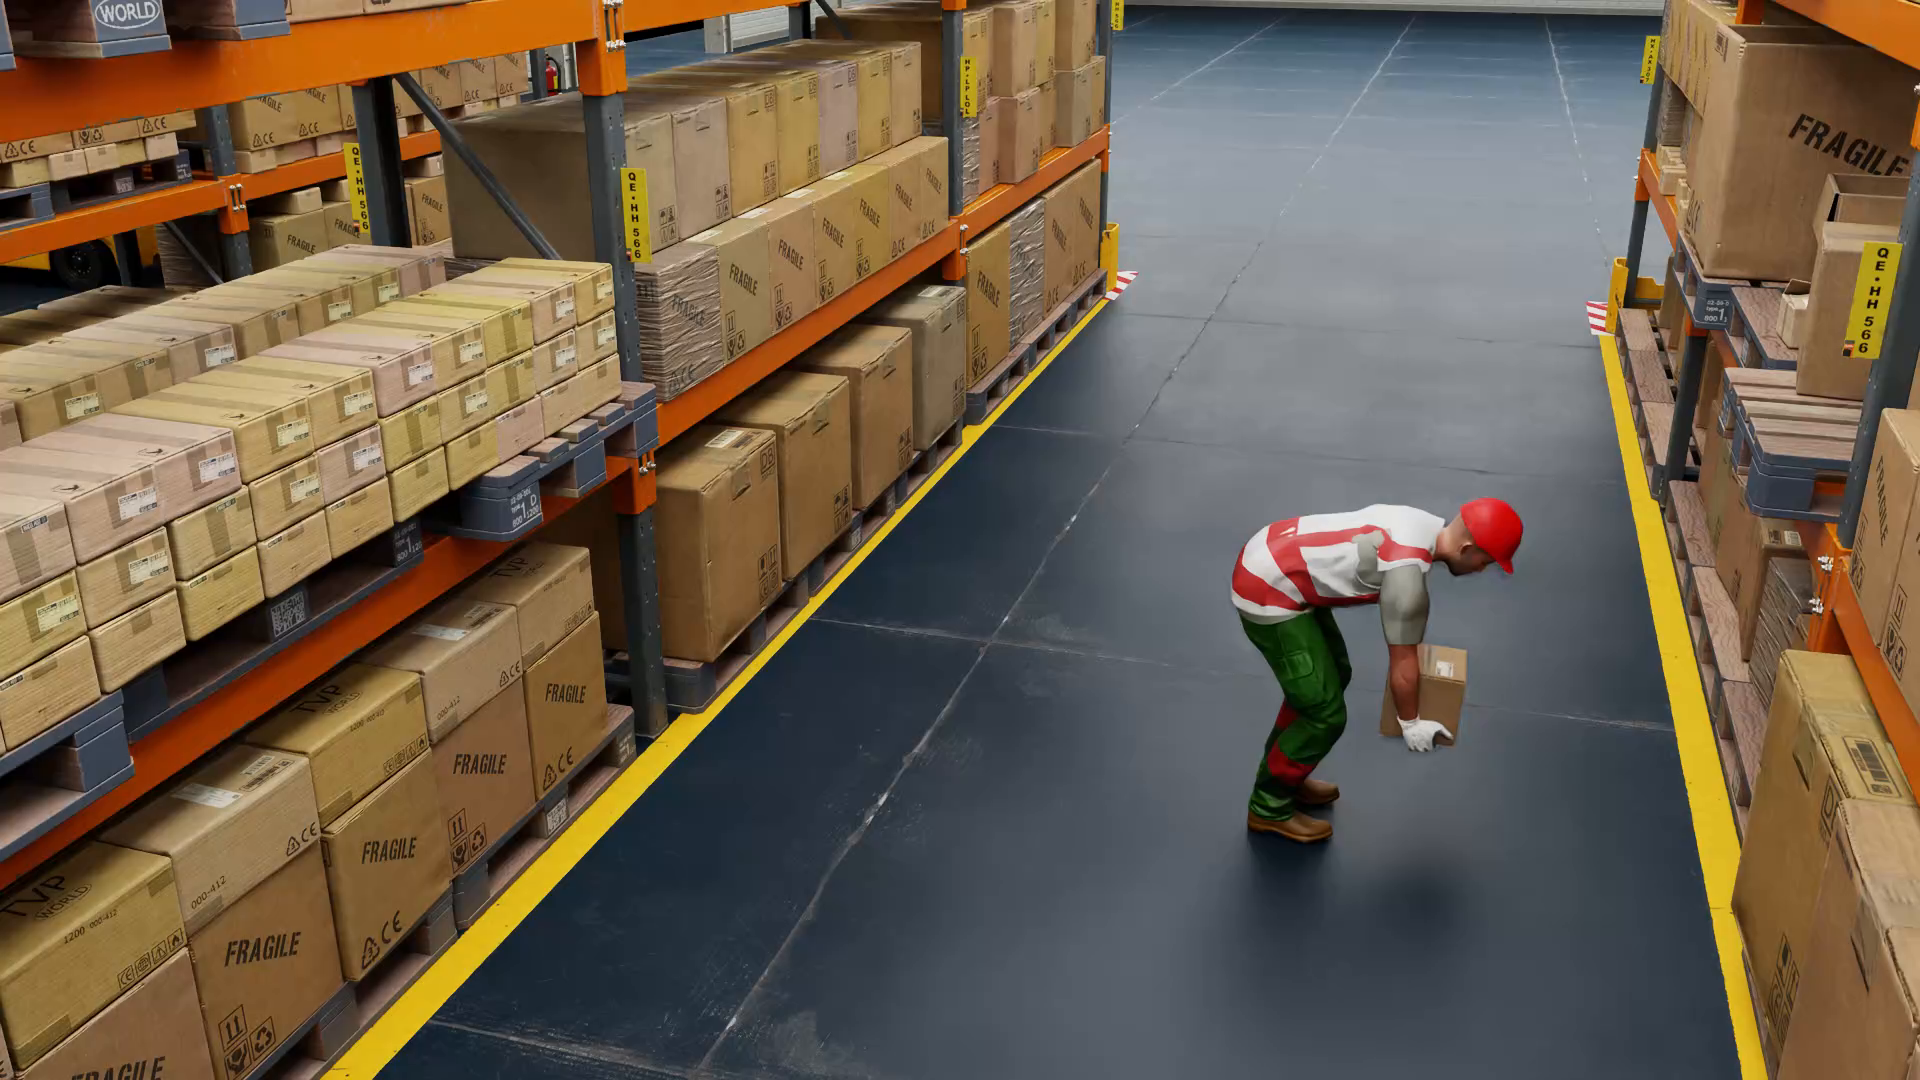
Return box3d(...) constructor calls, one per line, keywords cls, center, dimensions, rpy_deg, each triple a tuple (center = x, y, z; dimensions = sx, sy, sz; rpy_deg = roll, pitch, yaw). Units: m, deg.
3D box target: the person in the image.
box3d(cls="person", center=(1.382, 0.420, 5.712), dimensions=(0.927, 1.258, 0.507), rpy_deg=(6, 22, 14))
